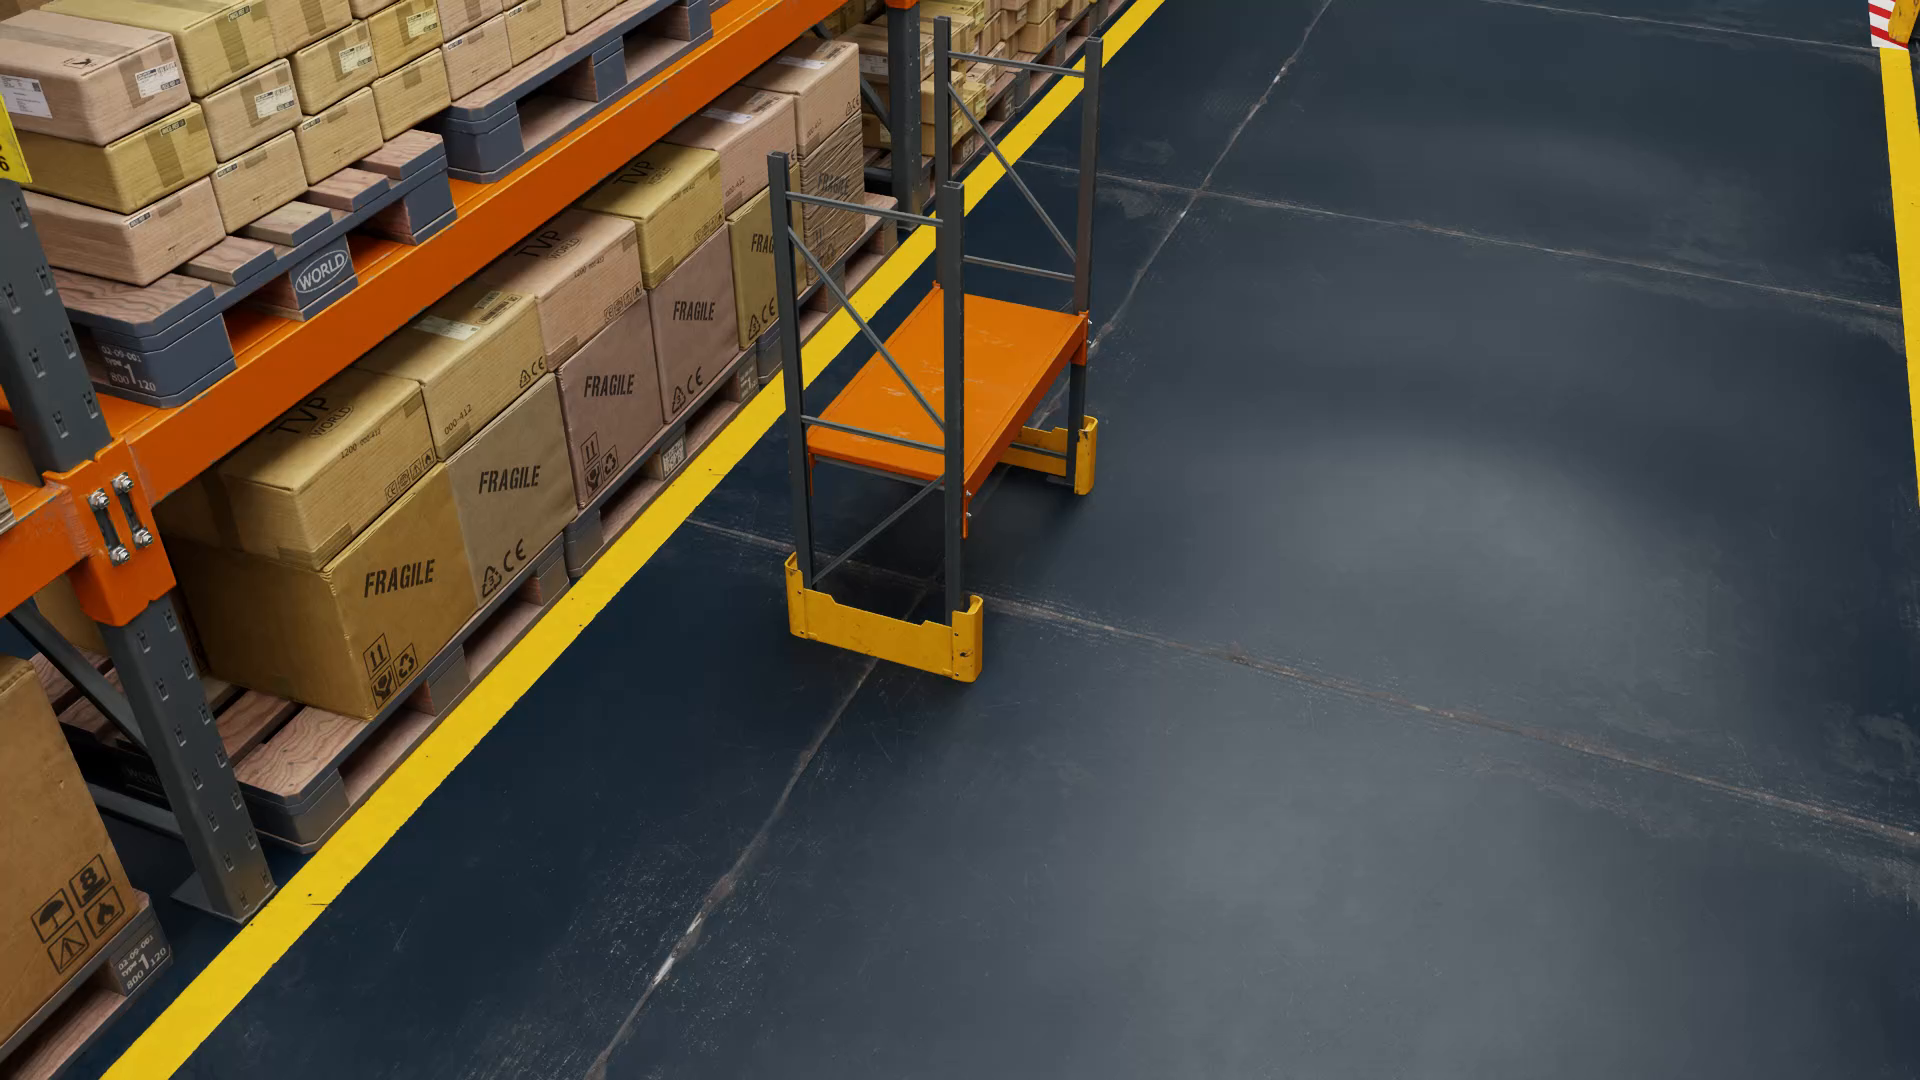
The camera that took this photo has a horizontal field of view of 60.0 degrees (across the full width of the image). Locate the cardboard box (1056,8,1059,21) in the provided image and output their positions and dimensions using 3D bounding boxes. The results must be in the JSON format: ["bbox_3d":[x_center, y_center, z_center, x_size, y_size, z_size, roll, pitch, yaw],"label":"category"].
[{"bbox_3d":[0.279,-2.678,8.357,0.380,0.149,0.250,15,39,19],"label":"cardboard box"}]

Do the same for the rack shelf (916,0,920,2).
[{"bbox_3d":[0.119,-3.452,7.963,1.077,0.370,4.000,14,39,18],"label":"rack shelf"}]

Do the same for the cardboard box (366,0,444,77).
[{"bbox_3d":[-1.499,-1.265,4.048,0.380,0.149,0.250,14,39,18],"label":"cardboard box"}]

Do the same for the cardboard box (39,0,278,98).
[{"bbox_3d":[-1.709,-1.085,3.558,0.380,0.149,0.250,13,39,17],"label":"cardboard box"}]

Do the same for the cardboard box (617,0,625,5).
[{"bbox_3d":[-1.103,-1.713,4.895,0.380,0.149,0.250,16,39,20],"label":"cardboard box"}]

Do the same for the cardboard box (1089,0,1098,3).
[{"bbox_3d":[0.567,-2.947,8.718,0.380,0.149,0.250,12,38,16],"label":"cardboard box"}]

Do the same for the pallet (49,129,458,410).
[{"bbox_3d":[-1.991,-0.760,3.921,1.213,0.211,1.003,14,39,18],"label":"pallet"}]

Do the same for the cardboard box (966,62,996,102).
[{"bbox_3d":[-0.058,-2.084,7.563,0.380,0.149,0.250,14,39,18],"label":"cardboard box"}]

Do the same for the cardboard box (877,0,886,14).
[{"bbox_3d":[-0.428,-2.569,7.715,0.380,0.149,0.250,15,39,19],"label":"cardboard box"}]

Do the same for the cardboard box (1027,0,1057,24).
[{"bbox_3d":[0.251,-2.630,8.046,0.380,0.149,0.250,14,39,17],"label":"cardboard box"}]

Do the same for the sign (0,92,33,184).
[{"bbox_3d":[-1.649,-0.757,2.790,0.100,0.325,0.005,14,39,18],"label":"sign"}]

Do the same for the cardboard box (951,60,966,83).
[{"bbox_3d":[-0.195,-2.066,7.291,0.380,0.149,0.250,14,39,18],"label":"cardboard box"}]

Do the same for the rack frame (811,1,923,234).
[{"bbox_3d":[-0.642,-2.632,6.266,1.000,3.000,0.127,14,39,18],"label":"rack frame"}]

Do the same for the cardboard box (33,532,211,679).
[{"bbox_3d":[-2.155,-0.009,4.493,0.500,0.500,0.500,14,39,18],"label":"cardboard box"}]

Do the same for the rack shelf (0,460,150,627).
[{"bbox_3d":[-2.925,0.978,2.037,1.077,0.370,4.000,14,39,18],"label":"rack shelf"}]

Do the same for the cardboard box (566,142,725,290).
[{"bbox_3d":[-1.087,-1.052,5.263,0.500,0.250,0.500,12,38,16],"label":"cardboard box"}]

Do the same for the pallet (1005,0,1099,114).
[{"bbox_3d":[0.044,-2.573,8.516,1.003,0.211,1.213,14,39,18],"label":"pallet"}]

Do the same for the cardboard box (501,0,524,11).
[{"bbox_3d":[-1.305,-1.540,4.415,0.380,0.149,0.250,13,39,17],"label":"cardboard box"}]

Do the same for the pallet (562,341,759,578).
[{"bbox_3d":[-1.399,-0.406,5.617,1.003,0.211,1.213,14,39,18],"label":"pallet"}]

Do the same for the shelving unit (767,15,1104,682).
[{"bbox_3d":[-0.029,-0.559,4.745,0.587,1.500,1.083,14,39,18],"label":"shelving unit"}]

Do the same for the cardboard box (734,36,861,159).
[{"bbox_3d":[-0.691,-1.630,6.036,0.500,0.250,0.500,13,39,17],"label":"cardboard box"}]

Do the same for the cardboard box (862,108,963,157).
[{"bbox_3d":[-0.206,-1.787,7.166,0.380,0.149,0.250,12,38,16],"label":"cardboard box"}]

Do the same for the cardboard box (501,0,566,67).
[{"bbox_3d":[-1.304,-1.422,4.506,0.380,0.149,0.250,14,39,18],"label":"cardboard box"}]

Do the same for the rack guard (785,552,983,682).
[{"bbox_3d":[-0.219,0.218,4.750,0.587,0.250,0.087,14,39,18],"label":"rack guard"}]

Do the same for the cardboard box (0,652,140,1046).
[{"bbox_3d":[-2.479,0.632,3.428,1.050,0.750,0.750,13,39,17],"label":"cardboard box"}]

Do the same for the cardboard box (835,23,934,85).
[{"bbox_3d":[-0.319,-2.041,7.008,0.380,0.149,0.250,15,39,20],"label":"cardboard box"}]

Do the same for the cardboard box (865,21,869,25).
[{"bbox_3d":[-0.639,-2.330,7.643,0.380,0.149,0.250,13,39,16],"label":"cardboard box"}]

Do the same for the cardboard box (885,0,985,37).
[{"bbox_3d":[-0.109,-2.331,7.396,0.380,0.149,0.250,13,39,17],"label":"cardboard box"}]

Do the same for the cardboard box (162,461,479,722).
[{"bbox_3d":[-1.659,0.082,4.372,0.500,0.500,0.500,12,38,16],"label":"cardboard box"}]

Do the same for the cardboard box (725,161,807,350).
[{"bbox_3d":[-0.886,-1.048,5.884,0.500,0.500,0.500,13,39,17],"label":"cardboard box"}]

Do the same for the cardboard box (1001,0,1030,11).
[{"bbox_3d":[0.142,-2.603,7.760,0.380,0.149,0.250,15,39,19],"label":"cardboard box"}]

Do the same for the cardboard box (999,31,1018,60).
[{"bbox_3d":[0.062,-2.393,7.976,0.380,0.149,0.250,12,38,16],"label":"cardboard box"}]

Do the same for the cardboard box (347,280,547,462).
[{"bbox_3d":[-1.485,-0.493,4.514,0.500,0.250,0.500,13,39,17],"label":"cardboard box"}]

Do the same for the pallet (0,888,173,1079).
[{"bbox_3d":[-2.533,1.118,3.577,1.003,0.211,1.213,14,39,18],"label":"pallet"}]

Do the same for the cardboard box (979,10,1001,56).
[{"bbox_3d":[-0.030,-2.358,7.681,0.380,0.149,0.250,12,38,15],"label":"cardboard box"}]

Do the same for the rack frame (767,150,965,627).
[{"bbox_3d":[-0.226,-0.272,4.361,0.500,1.500,0.032,14,39,18],"label":"rack frame"}]

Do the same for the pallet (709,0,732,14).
[{"bbox_3d":[-1.067,-2.166,5.802,1.003,0.211,1.213,14,39,18],"label":"pallet"}]

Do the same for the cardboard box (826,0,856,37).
[{"bbox_3d":[-0.687,-2.304,7.360,0.380,0.149,0.250,14,39,18],"label":"cardboard box"}]

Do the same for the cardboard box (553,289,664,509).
[{"bbox_3d":[-1.280,-0.483,5.127,0.500,0.500,0.500,13,39,17],"label":"cardboard box"}]

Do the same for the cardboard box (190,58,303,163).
[{"bbox_3d":[-1.693,-0.977,3.662,0.380,0.149,0.250,16,40,20],"label":"cardboard box"}]

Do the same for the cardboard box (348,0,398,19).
[{"bbox_3d":[-1.510,-1.366,3.934,0.380,0.149,0.250,12,38,16],"label":"cardboard box"}]

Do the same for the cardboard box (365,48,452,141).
[{"bbox_3d":[-1.501,-1.135,4.122,0.380,0.149,0.250,16,40,20],"label":"cardboard box"}]

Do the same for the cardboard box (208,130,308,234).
[{"bbox_3d":[-1.705,-0.836,3.722,0.380,0.149,0.250,16,40,20],"label":"cardboard box"}]
